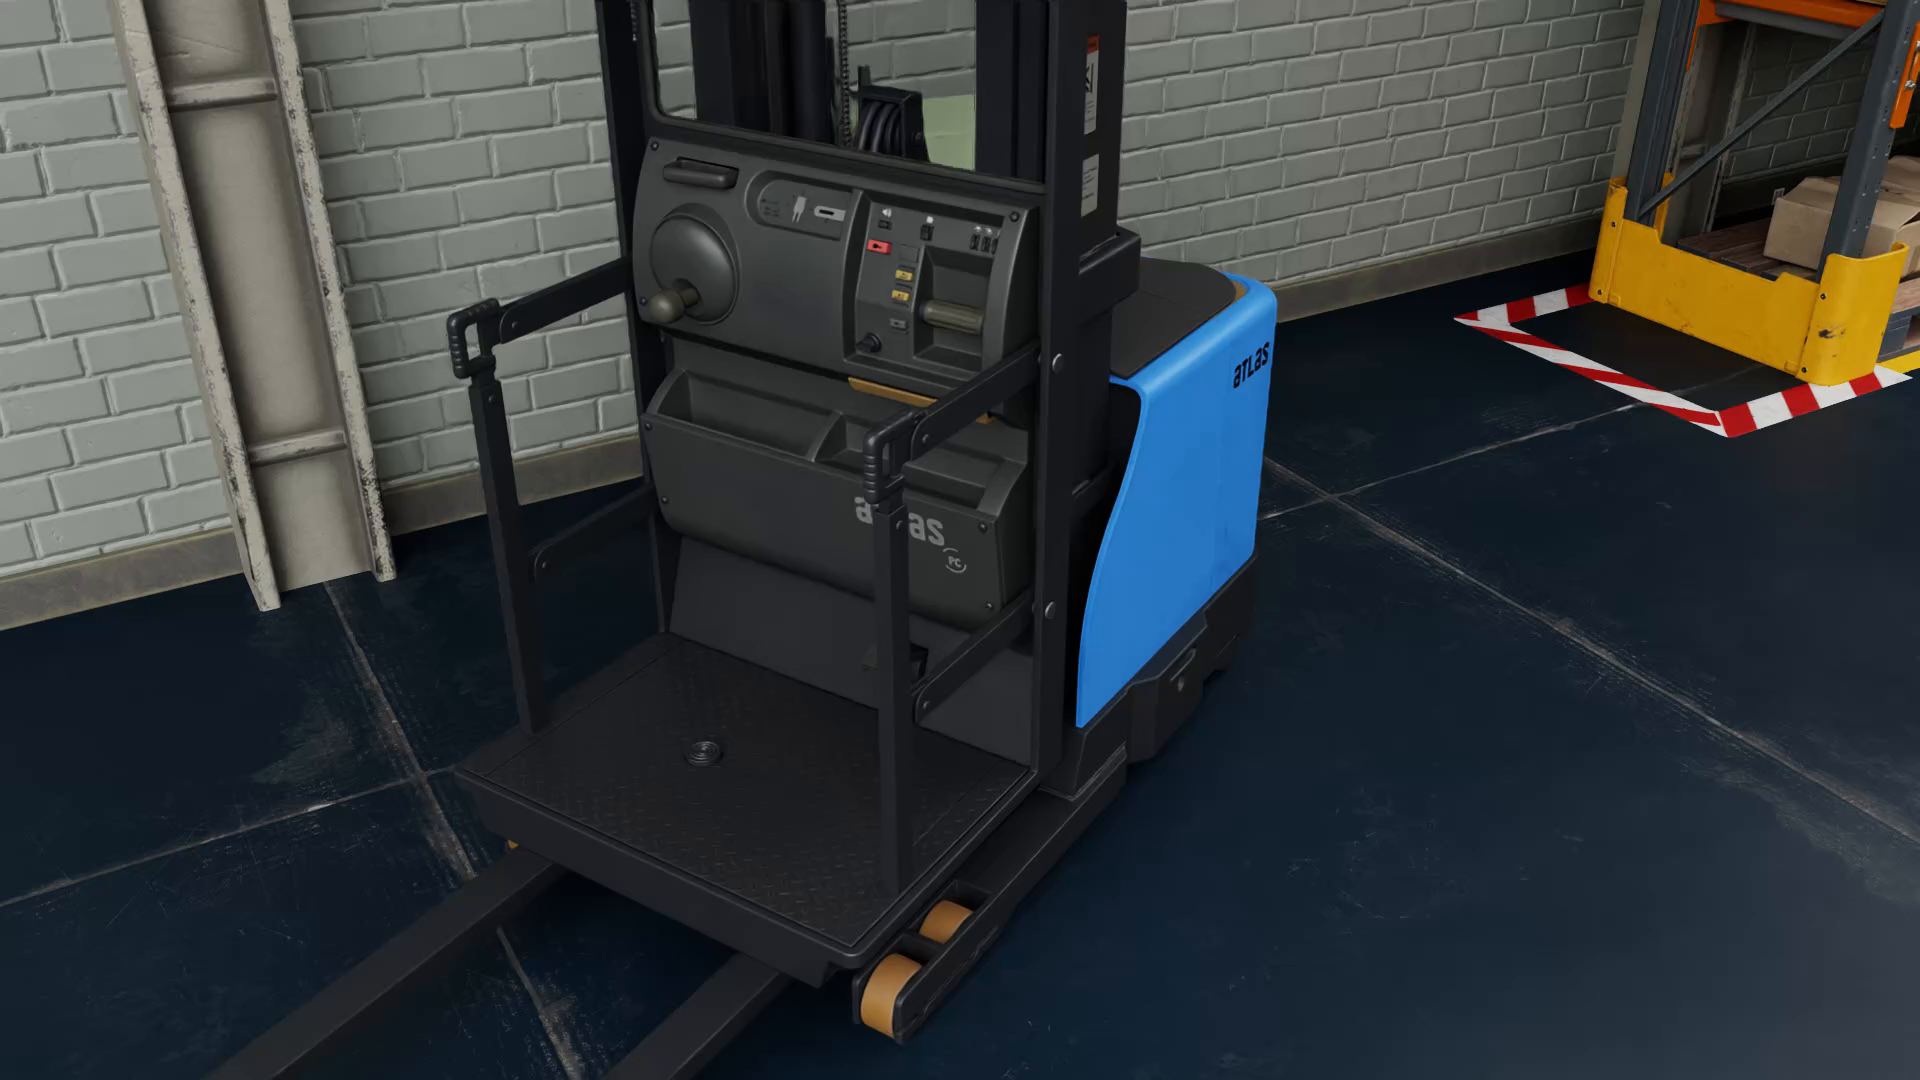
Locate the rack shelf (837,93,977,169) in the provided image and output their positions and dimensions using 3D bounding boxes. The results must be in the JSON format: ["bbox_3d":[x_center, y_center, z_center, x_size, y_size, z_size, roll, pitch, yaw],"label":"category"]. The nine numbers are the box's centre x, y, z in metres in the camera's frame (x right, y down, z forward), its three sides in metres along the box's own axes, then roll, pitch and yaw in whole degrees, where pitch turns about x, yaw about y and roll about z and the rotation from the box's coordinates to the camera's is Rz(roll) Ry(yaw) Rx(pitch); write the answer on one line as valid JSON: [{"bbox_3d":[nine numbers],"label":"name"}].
[{"bbox_3d":[0.032,-1.096,4.875,0.720,0.370,0.431,-9,30,-17],"label":"rack shelf"}]

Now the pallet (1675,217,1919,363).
[{"bbox_3d":[3.839,-1.134,7.086,1.213,0.211,1.003,-16,33,-26],"label":"pallet"}]

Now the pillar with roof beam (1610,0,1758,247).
[{"bbox_3d":[5.401,-3.517,2.309,0.400,9.000,9.100,-16,33,-26],"label":"pillar with roof beam"}]

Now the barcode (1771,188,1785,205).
[{"bbox_3d":[3.510,-1.474,7.135,0.075,0.075,0.001,-16,33,-26],"label":"barcode"}]

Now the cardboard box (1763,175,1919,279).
[{"bbox_3d":[3.697,-1.299,6.827,0.500,0.311,0.500,-20,35,-32],"label":"cardboard box"}]

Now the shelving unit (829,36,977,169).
[{"bbox_3d":[0.032,-0.754,5.064,0.755,1.500,0.431,-9,30,-17],"label":"shelving unit"}]

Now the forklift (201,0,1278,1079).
[{"bbox_3d":[-0.396,-0.525,3.168,1.130,2.935,3.031,17,33,28],"label":"forklift"}]

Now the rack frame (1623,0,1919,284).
[{"bbox_3d":[3.055,-2.152,6.045,0.127,3.000,1.000,-16,33,-26],"label":"rack frame"}]

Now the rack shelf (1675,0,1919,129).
[{"bbox_3d":[4.780,-2.327,7.106,4.000,0.370,1.077,-16,33,-26],"label":"rack shelf"}]

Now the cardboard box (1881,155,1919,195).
[{"bbox_3d":[4.189,-1.439,7.080,0.500,0.311,0.500,-13,31,-22],"label":"cardboard box"}]

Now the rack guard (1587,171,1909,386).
[{"bbox_3d":[3.121,-1.076,6.683,0.348,0.500,1.175,-16,33,-26],"label":"rack guard"}]

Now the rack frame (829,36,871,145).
[{"bbox_3d":[-0.314,-0.696,4.959,0.023,1.500,0.400,-9,30,-17],"label":"rack frame"}]
